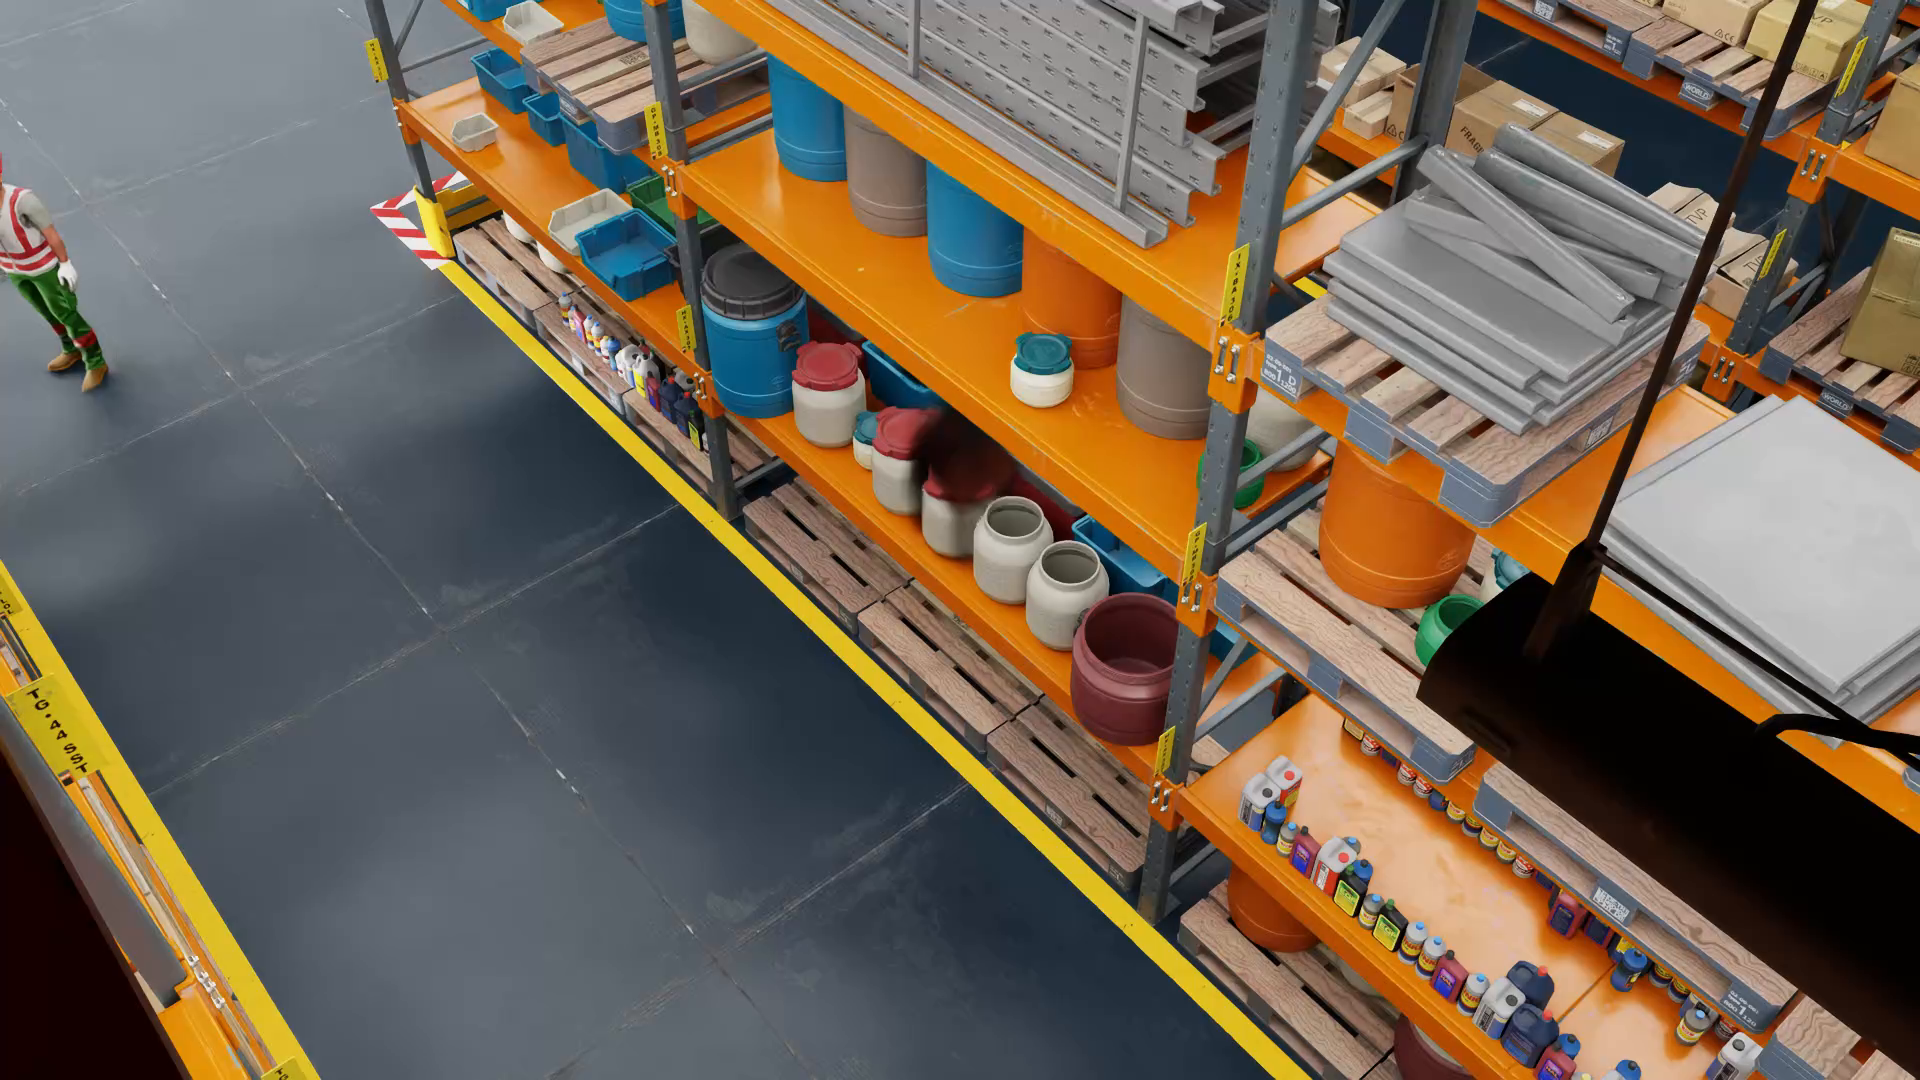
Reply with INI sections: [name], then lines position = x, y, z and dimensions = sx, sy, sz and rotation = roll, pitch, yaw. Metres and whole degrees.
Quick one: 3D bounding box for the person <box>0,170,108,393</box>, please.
[person]
position = -6.477, -1.861, 11.538
dimensions = 0.646, 1.815, 0.466
rotation = 8, 47, 8
